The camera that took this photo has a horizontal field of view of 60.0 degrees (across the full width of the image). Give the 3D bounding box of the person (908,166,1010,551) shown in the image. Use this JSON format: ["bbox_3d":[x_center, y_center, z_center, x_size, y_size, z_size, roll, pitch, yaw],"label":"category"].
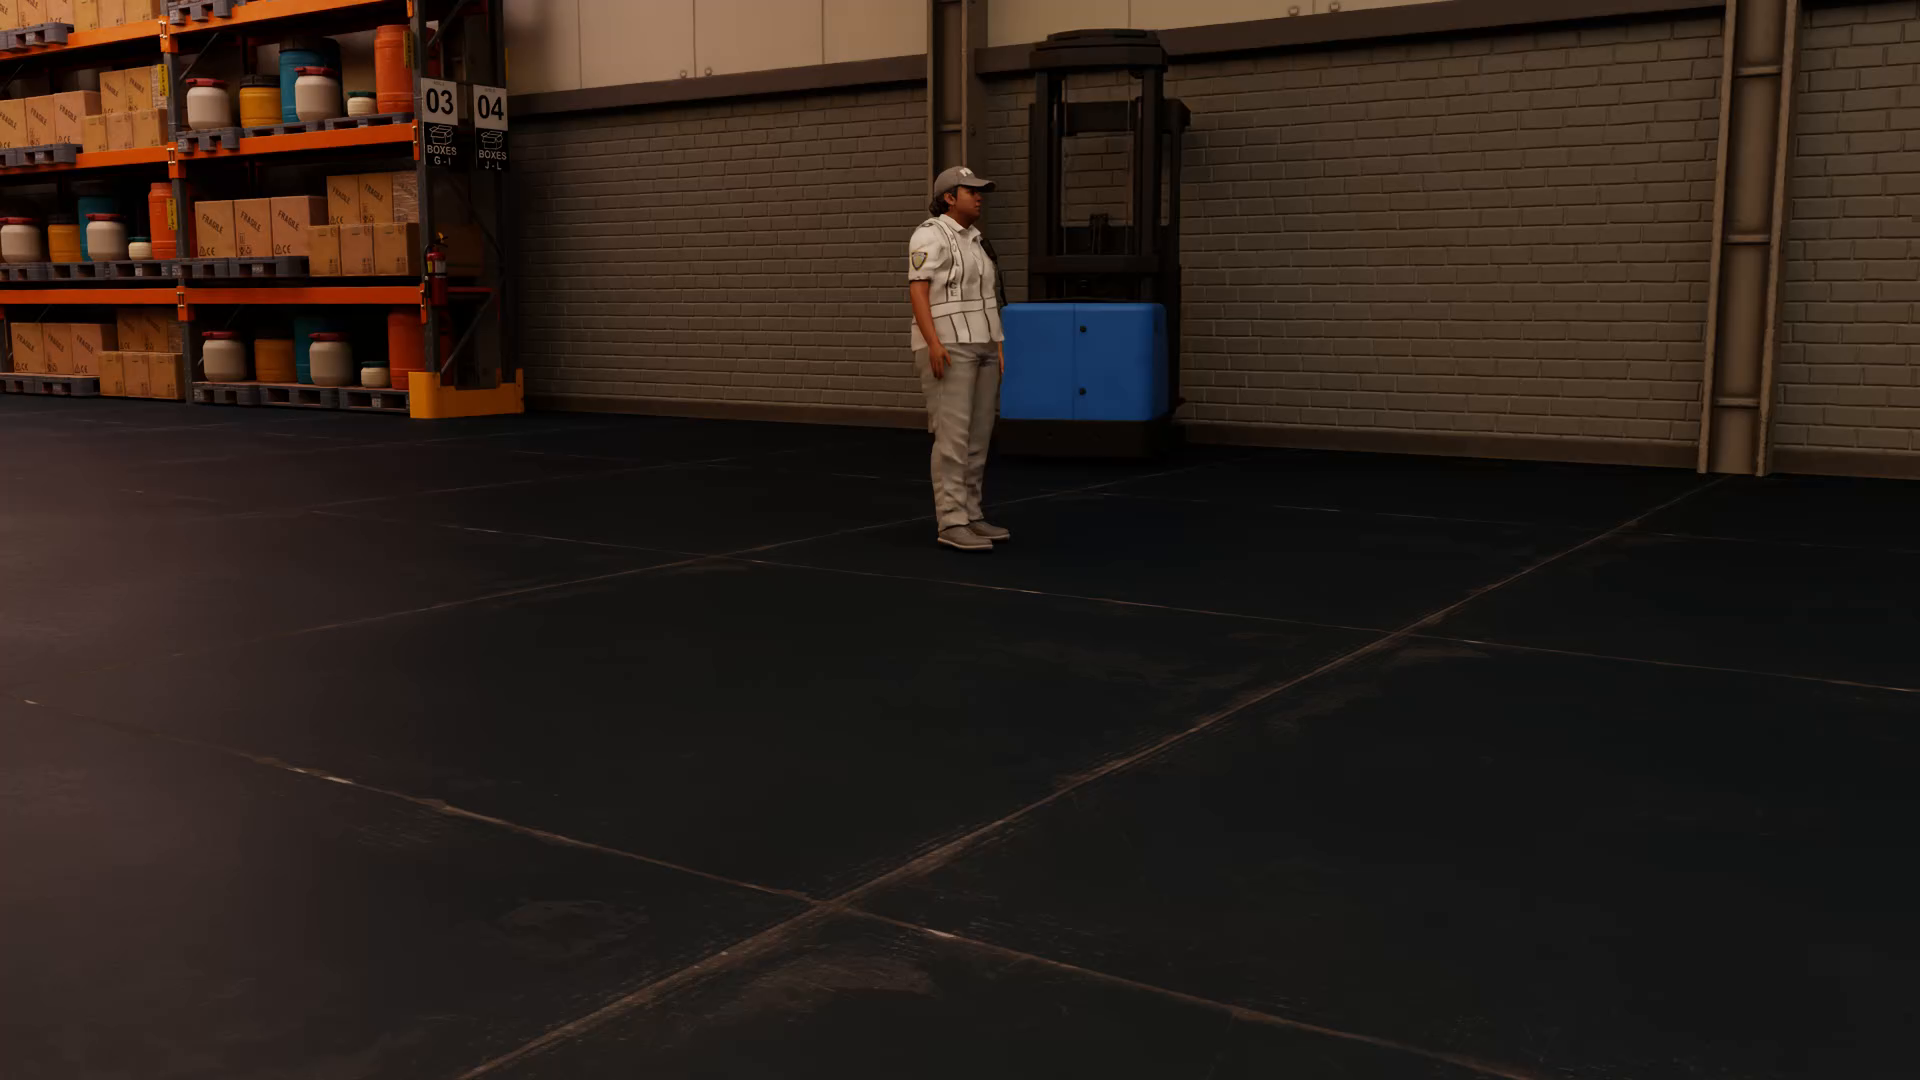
[{"bbox_3d":[0.051,-0.824,7.423,0.527,1.670,0.598,5,10,34],"label":"person"}]

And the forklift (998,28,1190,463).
[{"bbox_3d":[1.089,-2.138,12.230,1.130,2.935,3.031,2,8,13],"label":"forklift"}]
